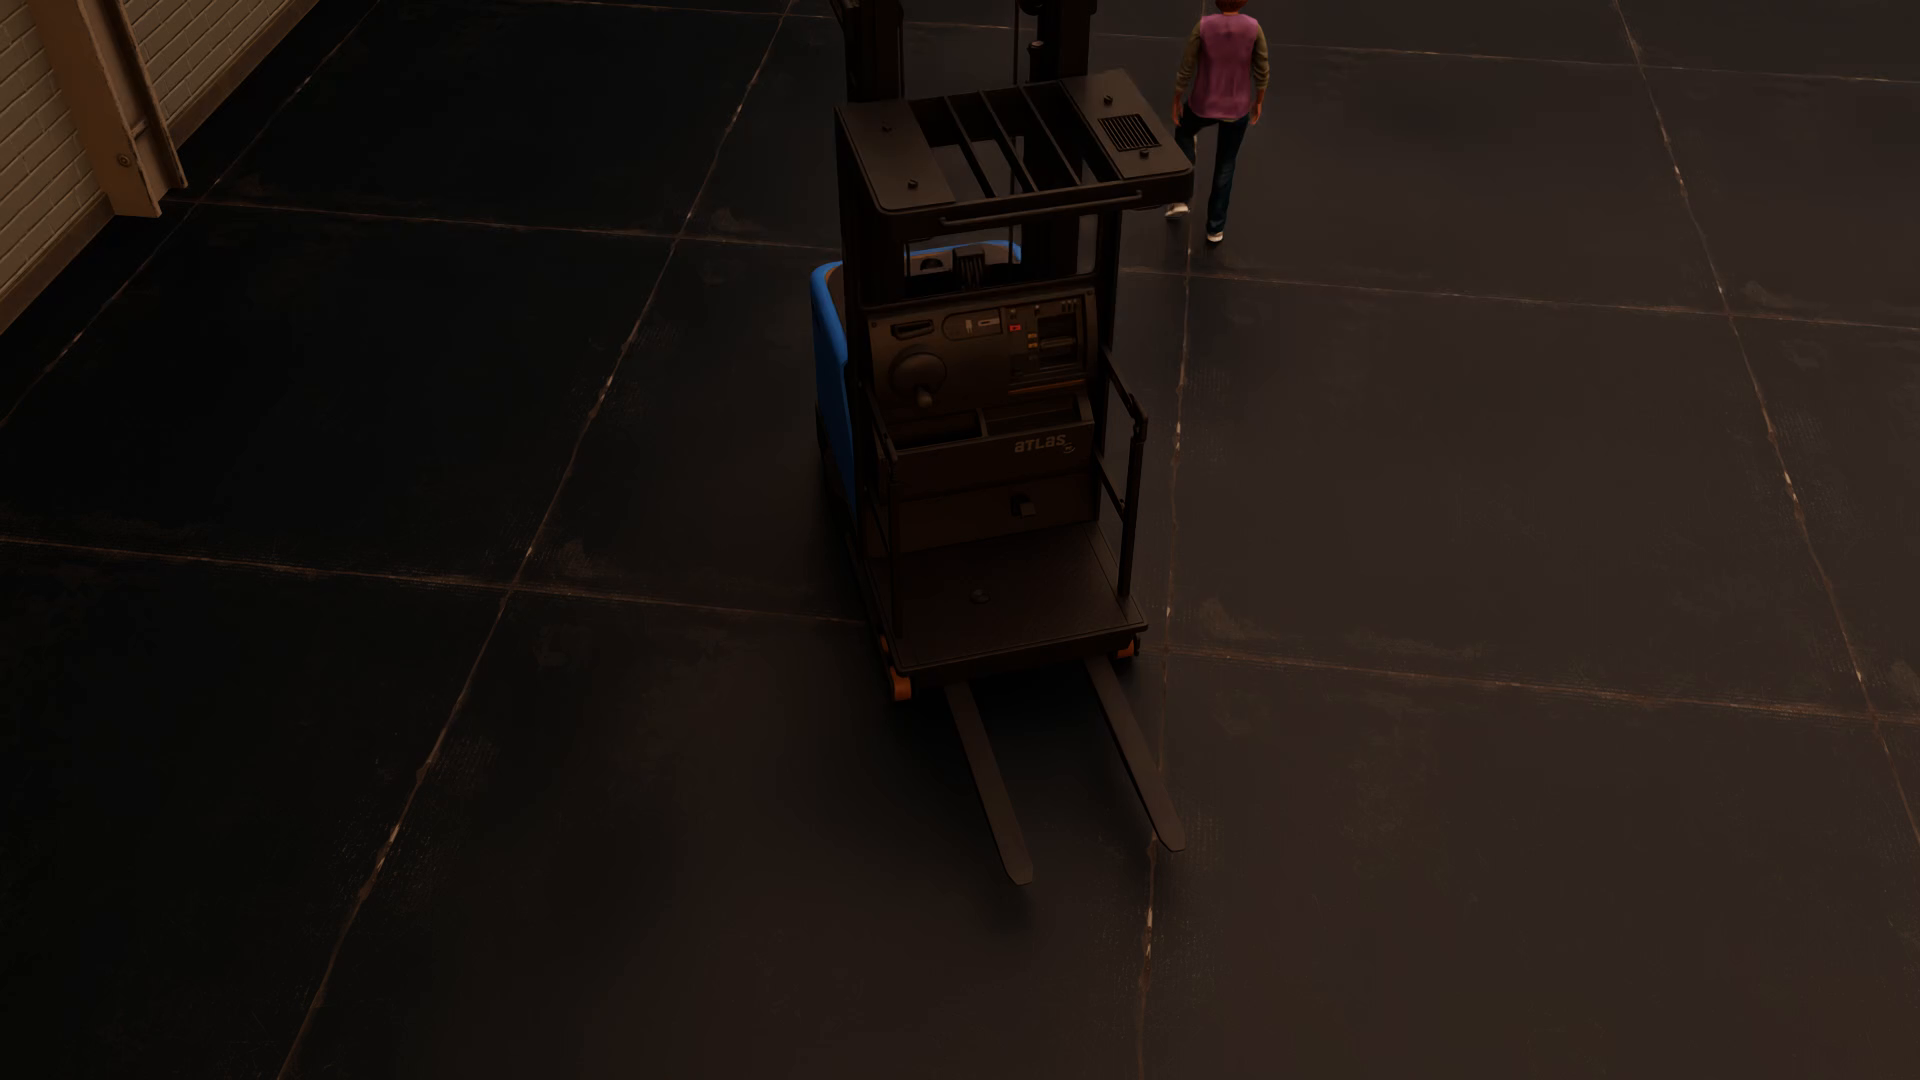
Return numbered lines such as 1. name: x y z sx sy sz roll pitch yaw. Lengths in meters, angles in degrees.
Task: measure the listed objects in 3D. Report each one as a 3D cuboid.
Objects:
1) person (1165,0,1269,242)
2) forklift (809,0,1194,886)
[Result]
1. person: 1.458 -2.449 9.423 0.512 1.594 0.454 3 43 3
2. forklift: 0.153 -0.681 6.465 1.130 2.935 3.031 -10 44 -11
